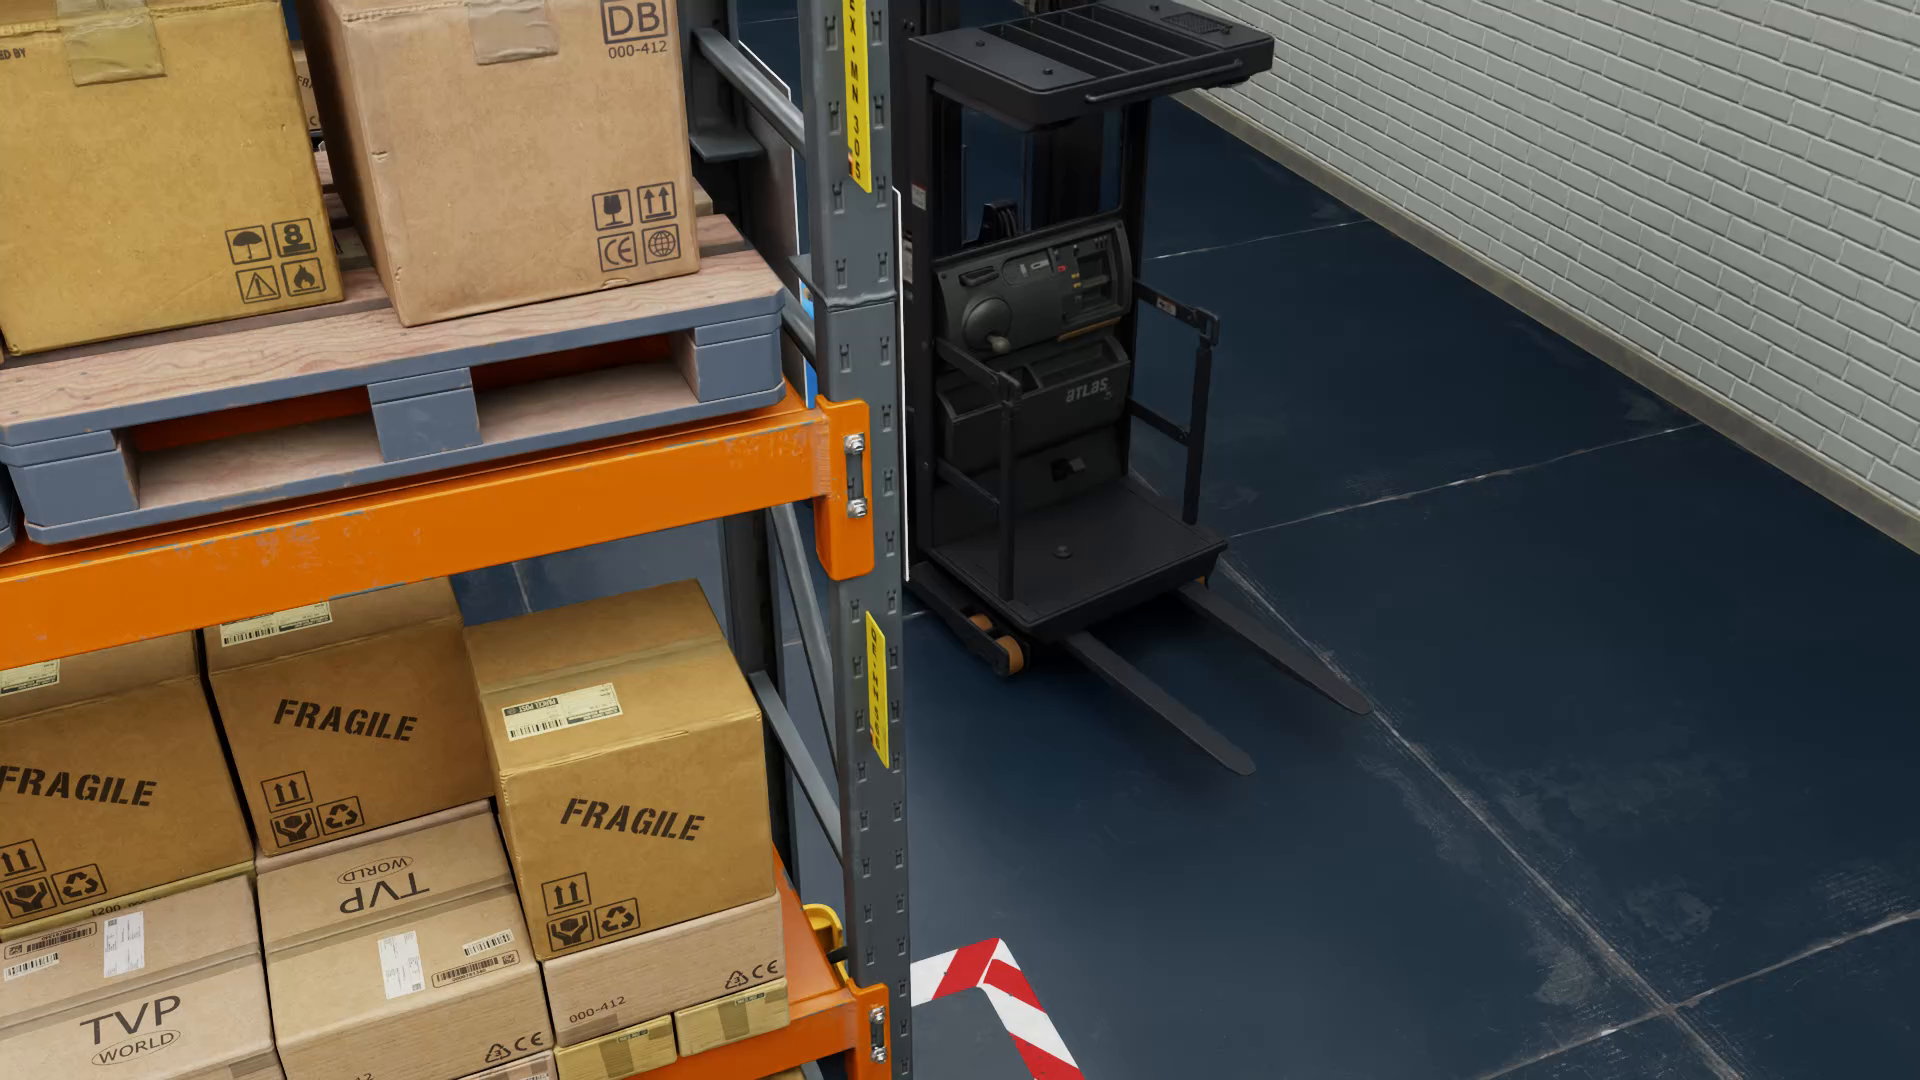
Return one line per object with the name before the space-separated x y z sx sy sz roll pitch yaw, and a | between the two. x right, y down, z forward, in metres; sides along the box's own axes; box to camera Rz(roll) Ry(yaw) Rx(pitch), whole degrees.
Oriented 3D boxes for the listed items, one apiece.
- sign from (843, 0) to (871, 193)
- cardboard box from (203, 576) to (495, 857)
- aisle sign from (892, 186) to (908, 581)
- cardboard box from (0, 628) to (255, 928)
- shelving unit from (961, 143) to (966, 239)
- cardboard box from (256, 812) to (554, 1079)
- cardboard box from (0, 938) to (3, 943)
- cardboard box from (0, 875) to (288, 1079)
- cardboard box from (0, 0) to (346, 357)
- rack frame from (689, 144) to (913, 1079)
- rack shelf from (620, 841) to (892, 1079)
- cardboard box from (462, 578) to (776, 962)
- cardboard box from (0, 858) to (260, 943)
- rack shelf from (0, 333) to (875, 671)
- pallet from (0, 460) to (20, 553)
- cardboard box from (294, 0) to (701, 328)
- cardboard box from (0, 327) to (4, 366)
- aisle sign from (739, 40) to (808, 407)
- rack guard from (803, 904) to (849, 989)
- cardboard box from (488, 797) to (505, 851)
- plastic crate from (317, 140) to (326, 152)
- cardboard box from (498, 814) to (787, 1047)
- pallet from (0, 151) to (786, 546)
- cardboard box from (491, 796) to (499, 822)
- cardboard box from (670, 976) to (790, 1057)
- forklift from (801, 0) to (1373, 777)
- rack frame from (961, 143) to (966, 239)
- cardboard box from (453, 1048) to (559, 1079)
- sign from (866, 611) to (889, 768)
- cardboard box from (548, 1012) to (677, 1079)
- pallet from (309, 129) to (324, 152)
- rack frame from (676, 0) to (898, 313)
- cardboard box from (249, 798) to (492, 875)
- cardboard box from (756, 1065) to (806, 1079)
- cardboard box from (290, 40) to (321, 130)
sign | -0.163 -0.715 2.609 0.005 0.325 0.100 -13 35 -19
cardboard box | -1.368 0.300 3.716 0.500 0.500 0.500 -14 35 -20
aisle sign | -0.178 -0.349 3.153 0.004 0.787 0.394 -13 35 -19
cardboard box | -1.844 0.412 3.544 0.500 0.500 0.500 -14 36 -20
shelving unit | -0.551 -1.216 8.244 1.048 1.500 0.538 -17 37 -24
cardboard box | -1.172 0.885 3.504 0.500 0.250 0.500 -14 35 -20
cardboard box | -2.328 0.838 3.576 0.500 0.250 0.500 -14 35 -20
cardboard box | -1.641 0.993 3.338 0.500 0.250 0.500 -14 36 -21
cardboard box | -1.385 -0.718 2.784 0.500 0.500 0.700 -14 36 -21
rack frame | -0.360 0.605 4.070 0.127 3.000 1.000 -13 35 -19
rack shelf | -2.204 1.328 3.618 4.000 0.370 1.077 -13 35 -19
cardboard box | -0.708 0.463 3.465 0.500 0.500 0.500 -12 35 -18
cardboard box | -1.849 0.726 3.749 0.500 0.250 0.500 -14 36 -21
rack shelf | -2.204 0.071 2.800 4.000 0.370 1.077 -13 35 -19
pallet | -2.167 -0.194 2.629 1.213 0.211 1.003 -13 35 -19
cardboard box | -0.819 -0.776 2.873 0.500 0.500 0.700 -15 36 -22
cardboard box | -1.843 -0.584 2.579 0.500 0.500 0.700 -15 36 -22
aisle sign | -0.410 -0.651 3.617 0.004 0.787 0.394 -13 35 -19
rack guard | -0.338 1.647 4.760 0.348 0.500 1.175 -13 35 -19
cardboard box | -1.051 0.674 4.194 0.250 0.149 0.380 -13 35 -20
plastic crate | -2.961 -1.888 8.088 0.298 0.136 0.250 -13 35 -19
cardboard box | -0.704 0.778 3.668 0.500 0.250 0.500 -13 35 -20
pallet | -1.040 -0.454 3.028 1.213 0.211 1.003 -13 35 -19
cardboard box | -0.907 0.508 4.083 0.500 0.250 0.500 -14 36 -20
cardboard box | -0.561 0.951 3.769 0.250 0.149 0.380 -12 35 -18
forklift | 0.436 -0.965 6.546 1.130 2.935 3.031 -21 39 -29
rack frame | -0.105 -1.350 8.450 0.032 1.500 0.500 -17 37 -24
cardboard box | -1.033 1.059 3.602 0.250 0.149 0.380 -13 35 -19
sign | -0.163 0.296 3.266 0.005 0.325 0.100 -13 35 -19
cardboard box | -0.800 1.006 3.683 0.250 0.149 0.380 -13 35 -18
pallet | -4.997 -3.024 12.204 1.213 0.211 1.003 -13 35 -19
rack frame | -0.360 -1.910 2.434 0.127 3.000 1.000 -13 35 -19
cardboard box | -1.384 0.621 3.909 0.500 0.250 0.500 -13 35 -20
cardboard box | -0.919 1.494 4.266 0.875 0.875 0.875 -13 35 -19
cardboard box | -4.598 -3.276 11.923 0.500 0.500 0.500 -13 35 -19
